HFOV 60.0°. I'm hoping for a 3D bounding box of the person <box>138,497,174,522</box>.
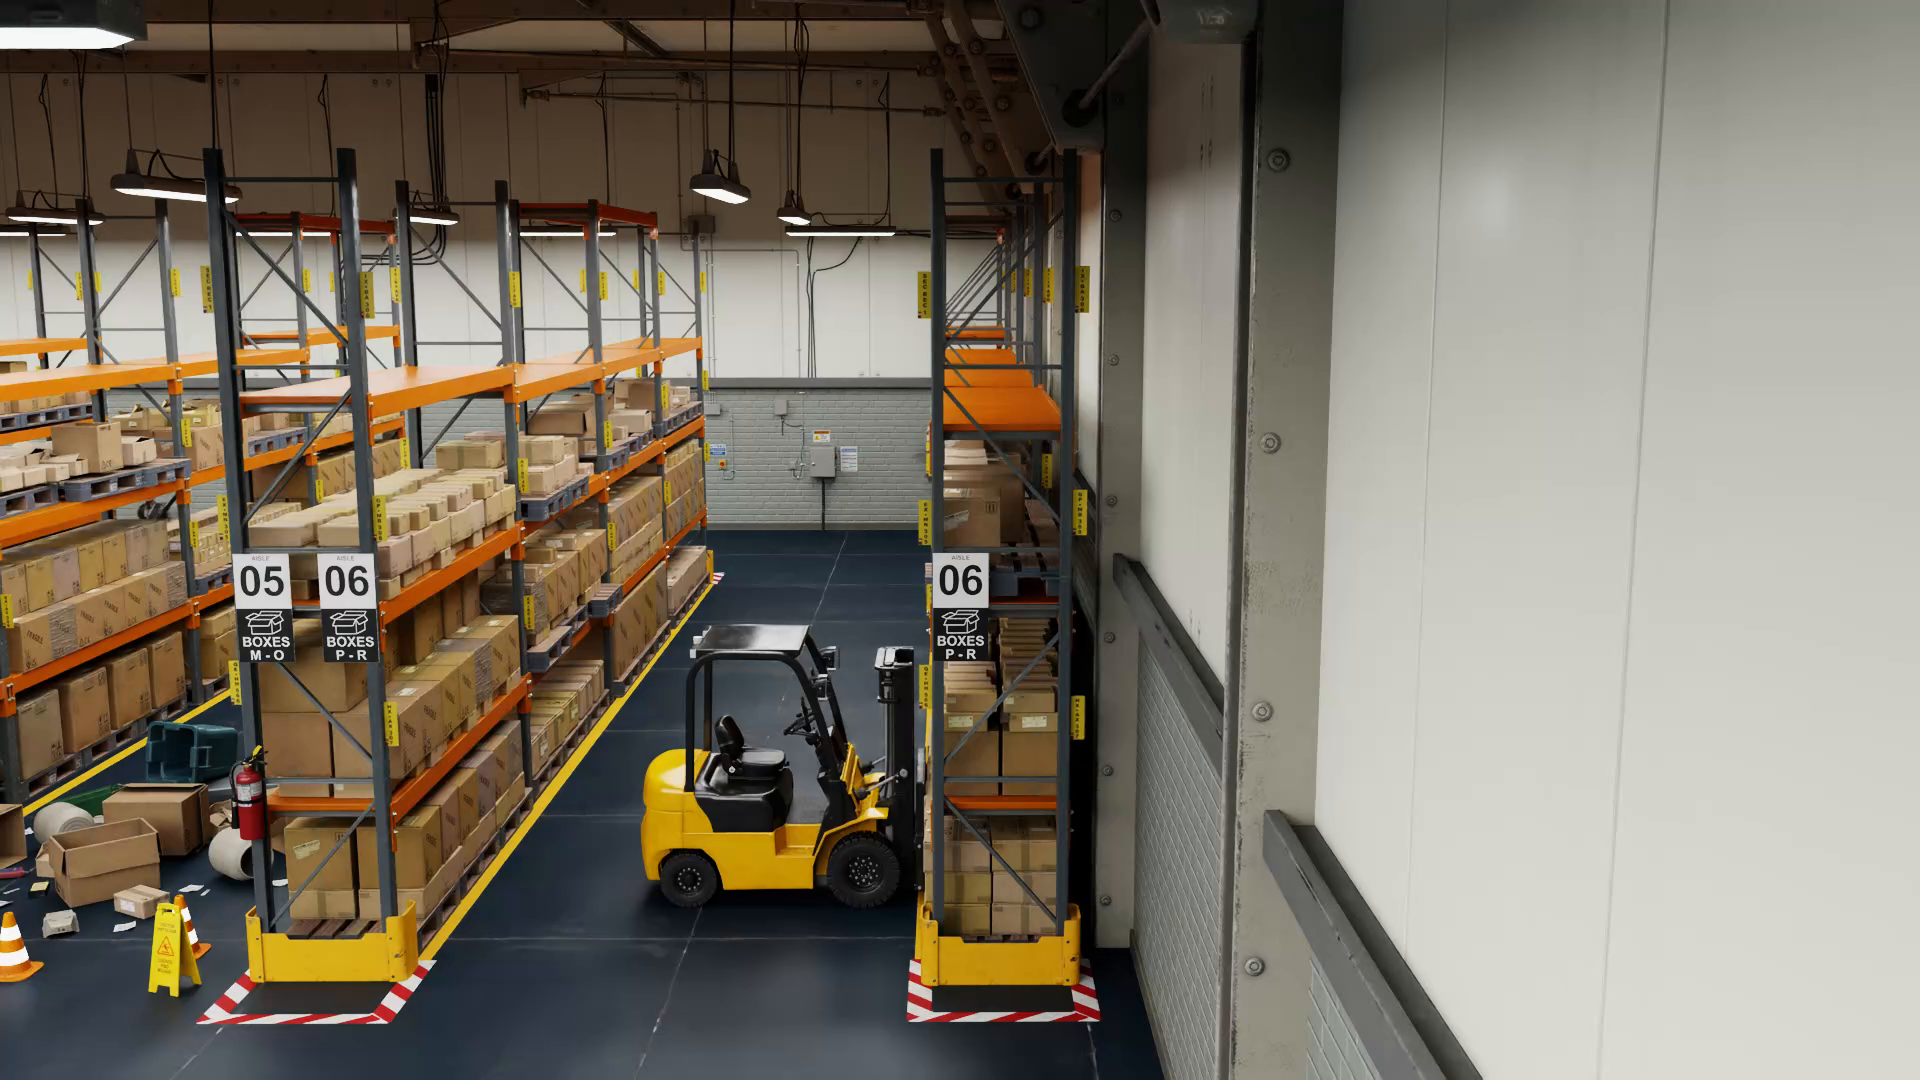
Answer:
[{"bbox_3d":[-12.940,0.051,26.780,0.658,1.773,0.764,-1,9,-4],"label":"person"}]
